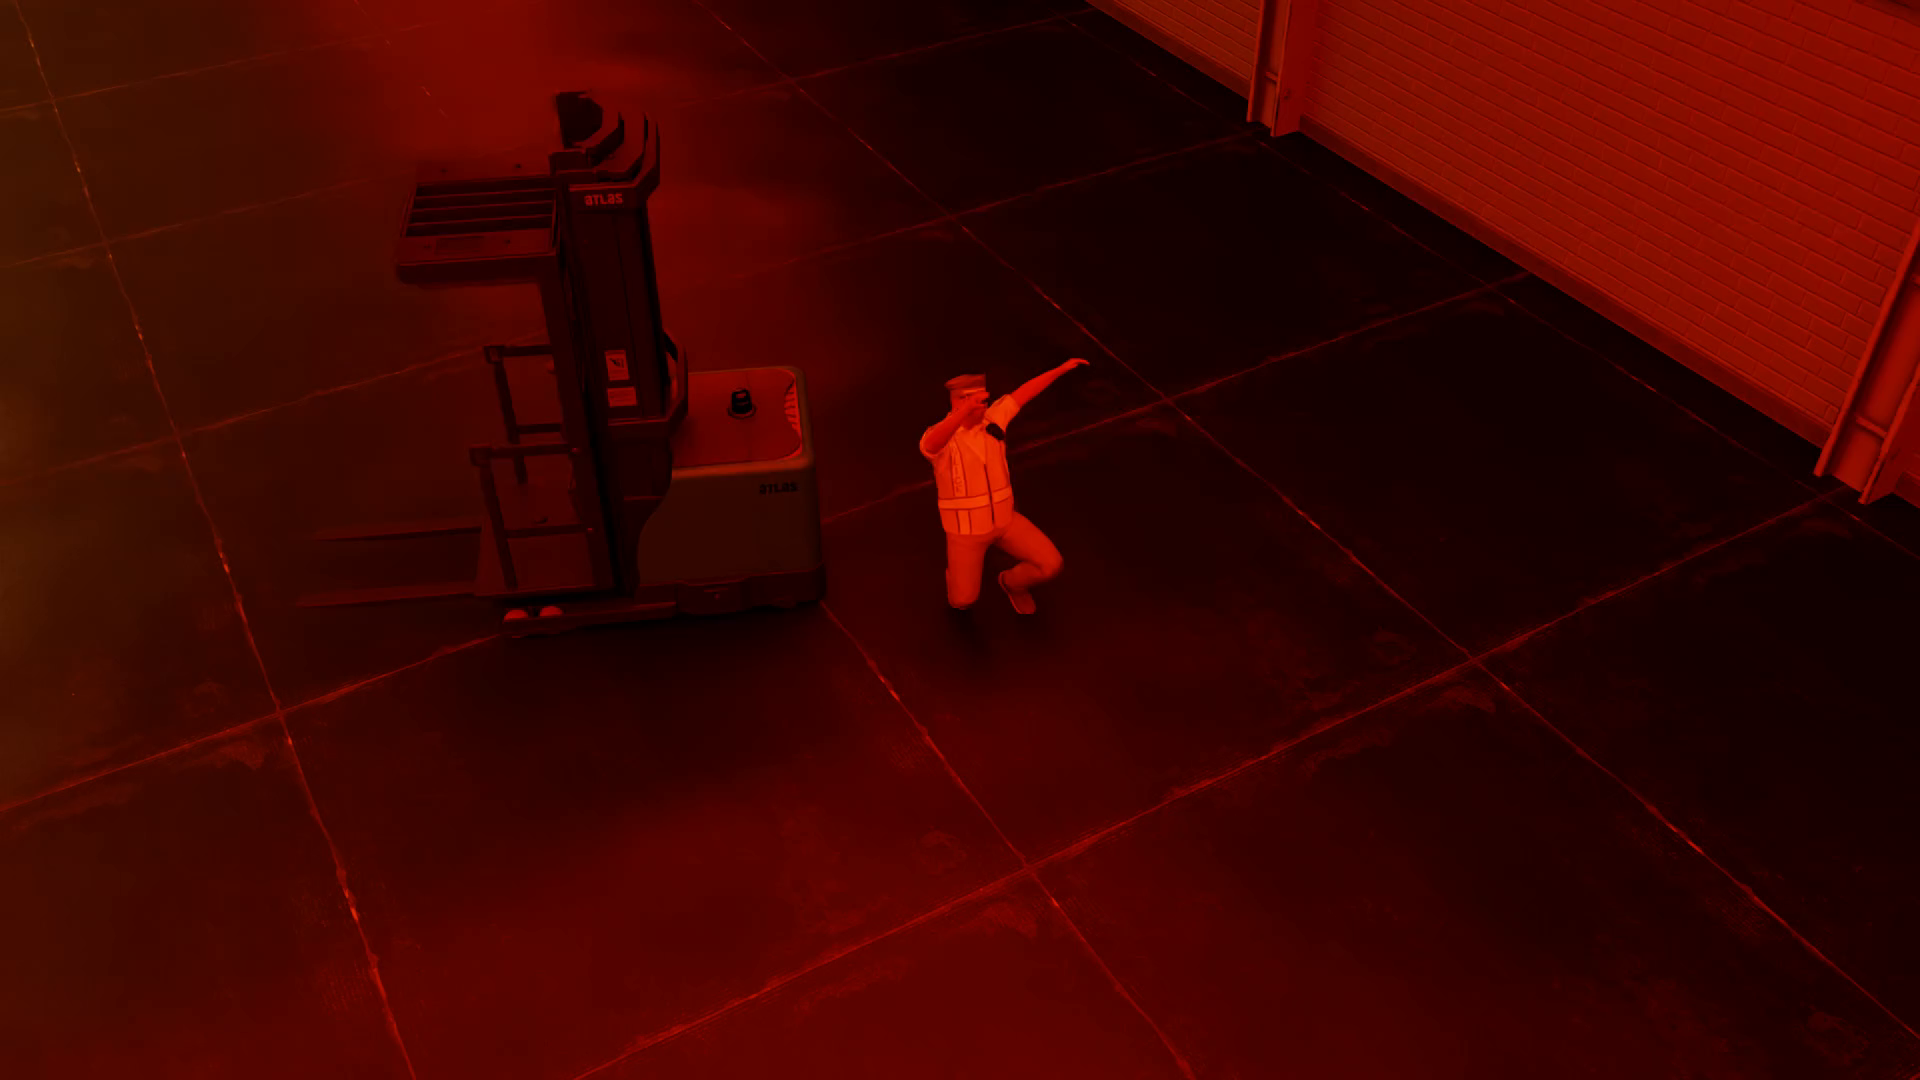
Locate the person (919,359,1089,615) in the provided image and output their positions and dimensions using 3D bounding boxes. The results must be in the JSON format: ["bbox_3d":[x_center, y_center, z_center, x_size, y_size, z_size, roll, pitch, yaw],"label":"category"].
[{"bbox_3d":[0.300,-0.285,9.425,1.097,1.679,0.865,-19,43,-22],"label":"person"}]

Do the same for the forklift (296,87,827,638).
[{"bbox_3d":[-2.351,-0.922,9.147,3.031,2.935,1.130,-5,40,-6],"label":"forklift"}]
